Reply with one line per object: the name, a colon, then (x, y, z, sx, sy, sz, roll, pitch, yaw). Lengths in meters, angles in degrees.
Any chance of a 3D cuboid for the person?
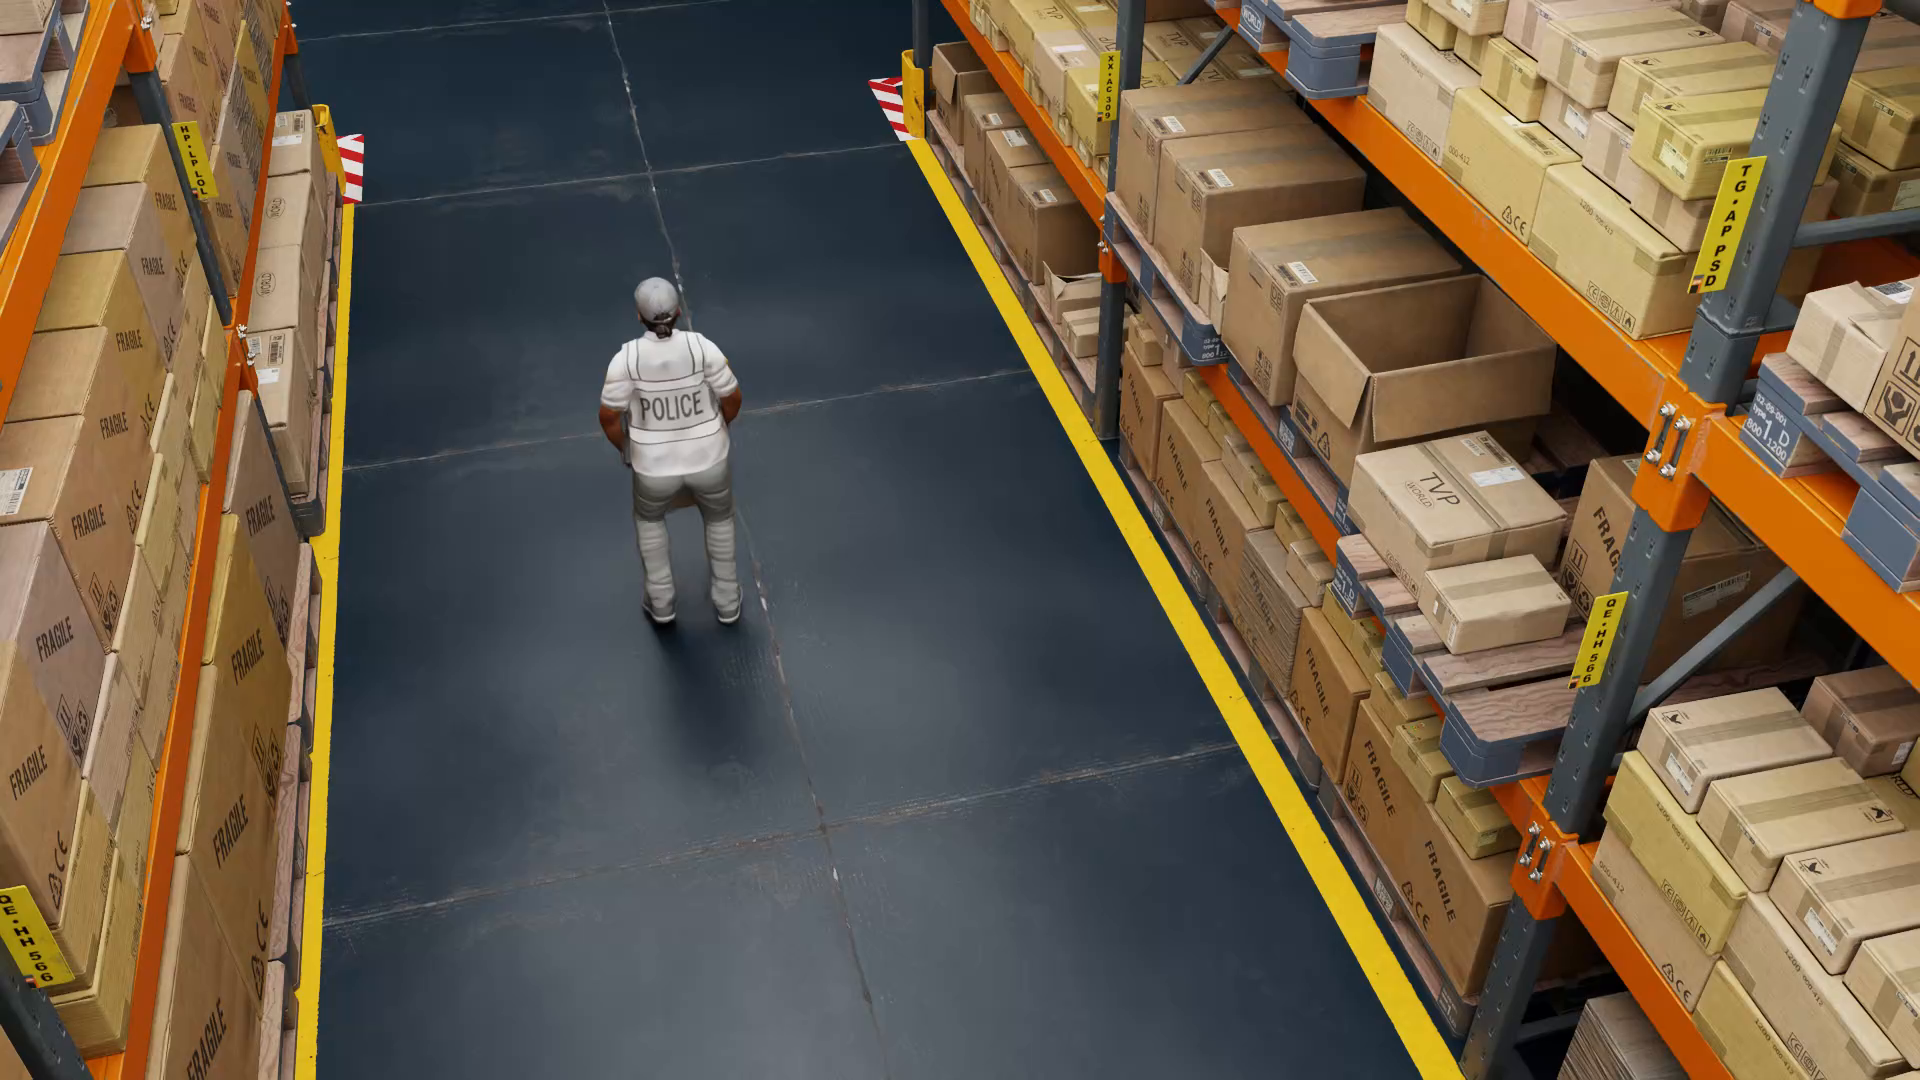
person: (-1.229, -0.374, 7.218, 0.602, 1.625, 0.492, -8, 39, -9)
